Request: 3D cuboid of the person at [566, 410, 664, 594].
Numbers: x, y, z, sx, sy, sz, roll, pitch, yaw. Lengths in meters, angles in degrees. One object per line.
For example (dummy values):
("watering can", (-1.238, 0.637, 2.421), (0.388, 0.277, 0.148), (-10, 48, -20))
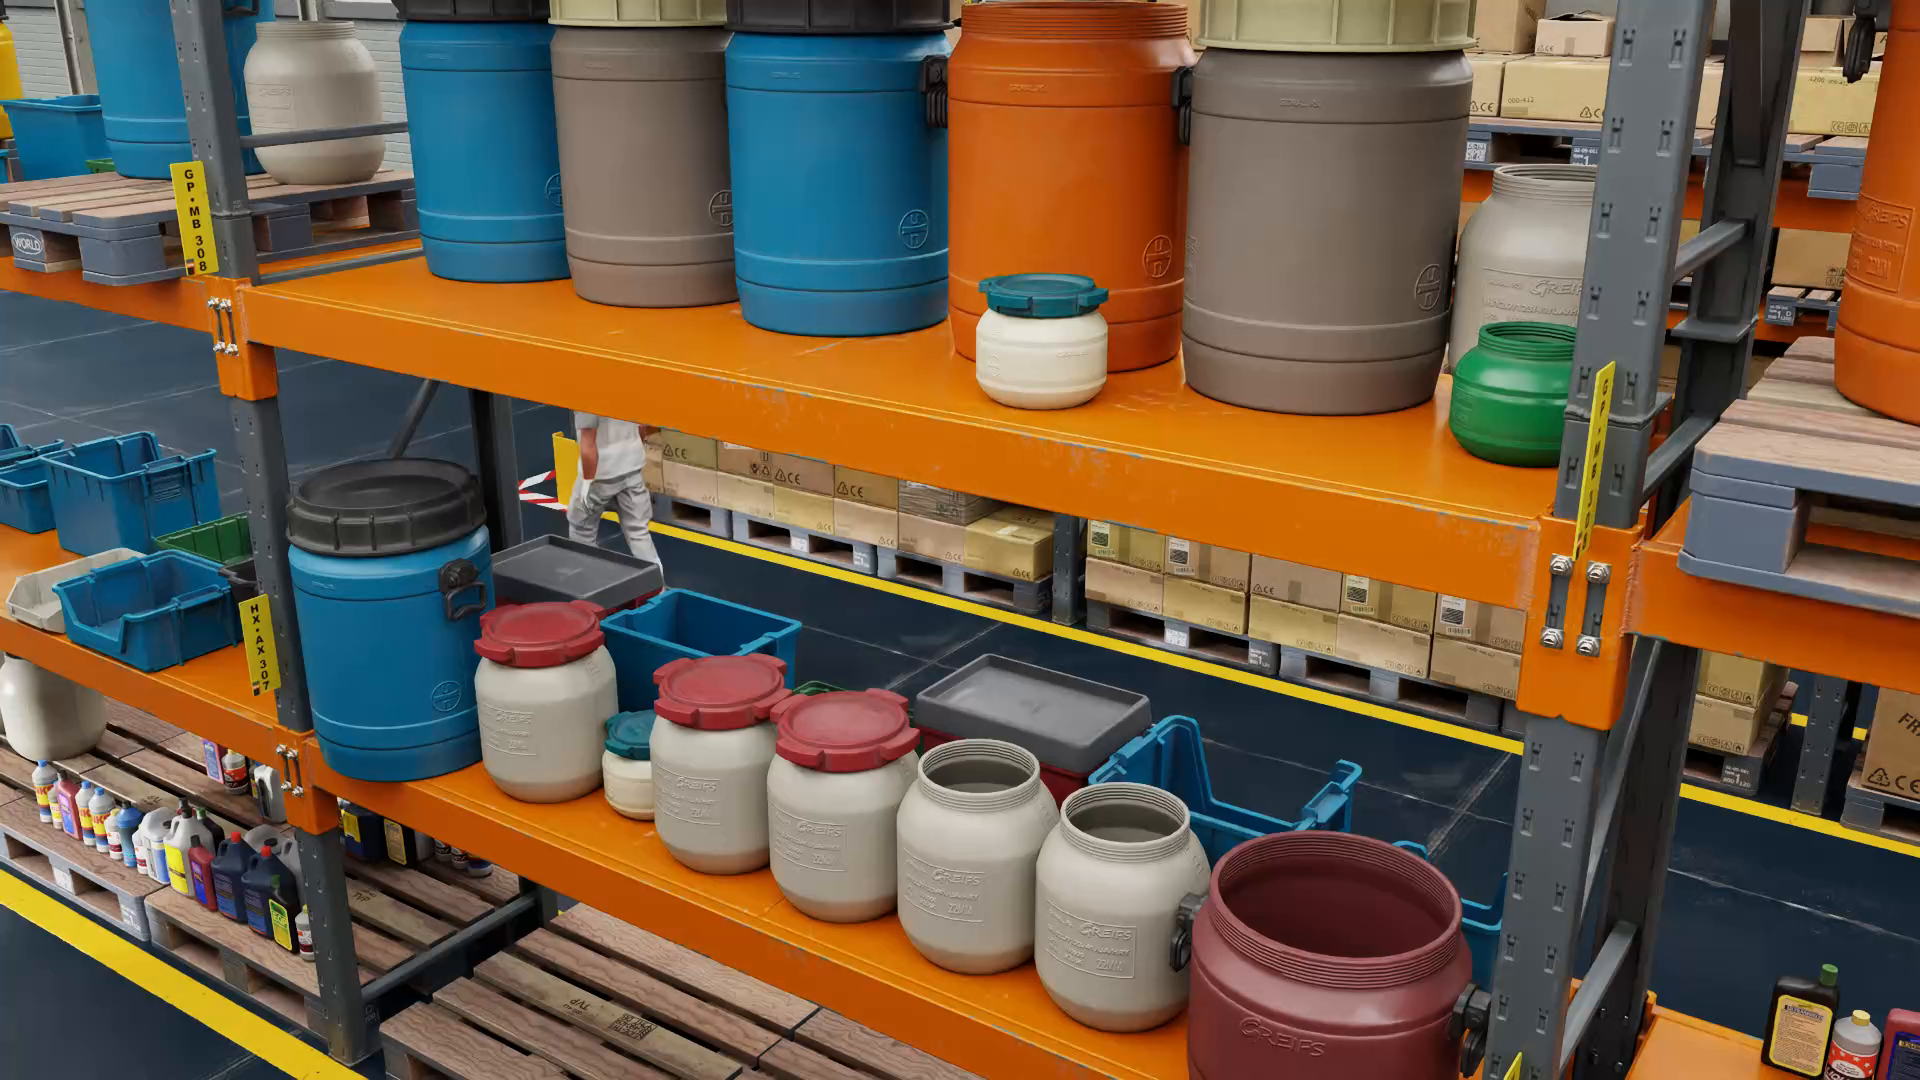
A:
("person", (-2.085, -0.431, 9.686), (0.943, 1.748, 0.610), (18, 26, 40))
